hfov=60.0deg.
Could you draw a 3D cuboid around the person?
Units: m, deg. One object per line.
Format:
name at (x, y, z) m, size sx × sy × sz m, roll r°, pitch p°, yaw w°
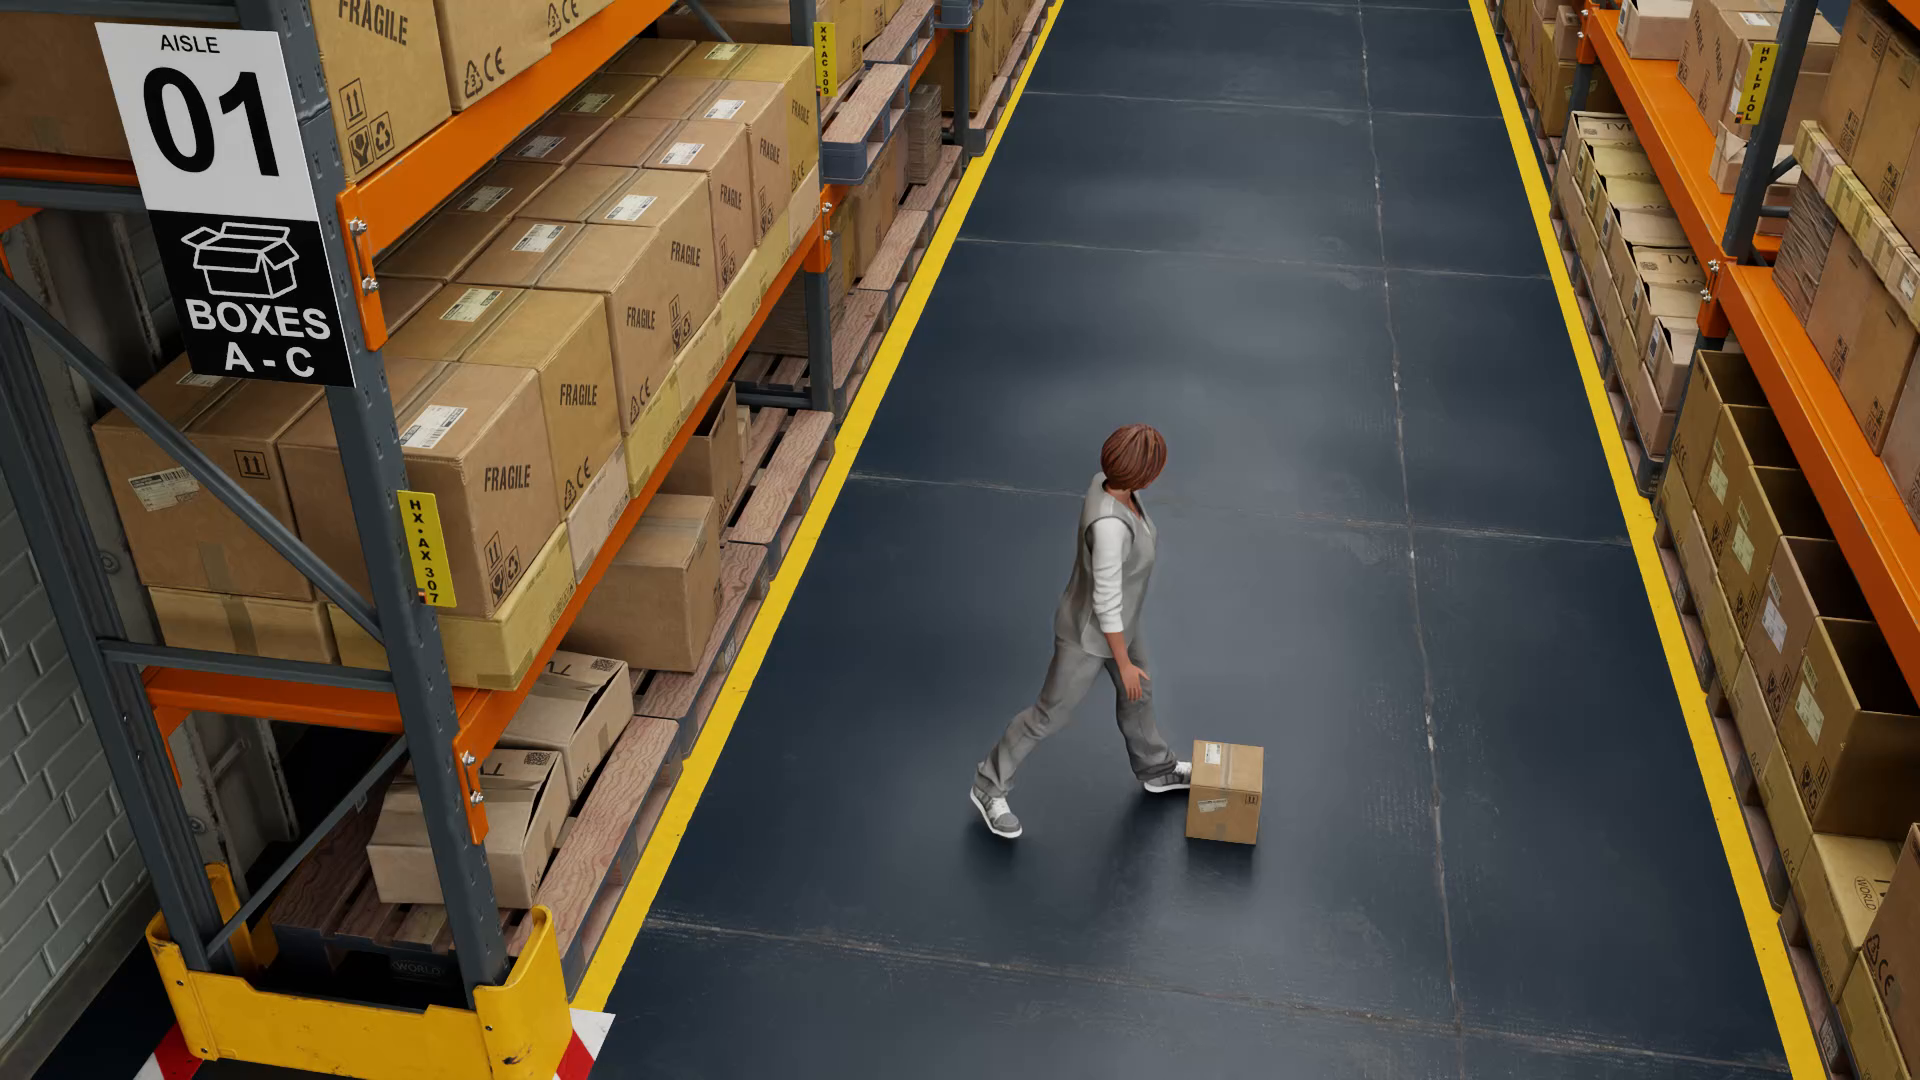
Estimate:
person at (0.476, 0.320, 5.651) m, size 0.844 × 1.554 × 0.549 m, roll 8°, pitch 34°, yaw 13°
